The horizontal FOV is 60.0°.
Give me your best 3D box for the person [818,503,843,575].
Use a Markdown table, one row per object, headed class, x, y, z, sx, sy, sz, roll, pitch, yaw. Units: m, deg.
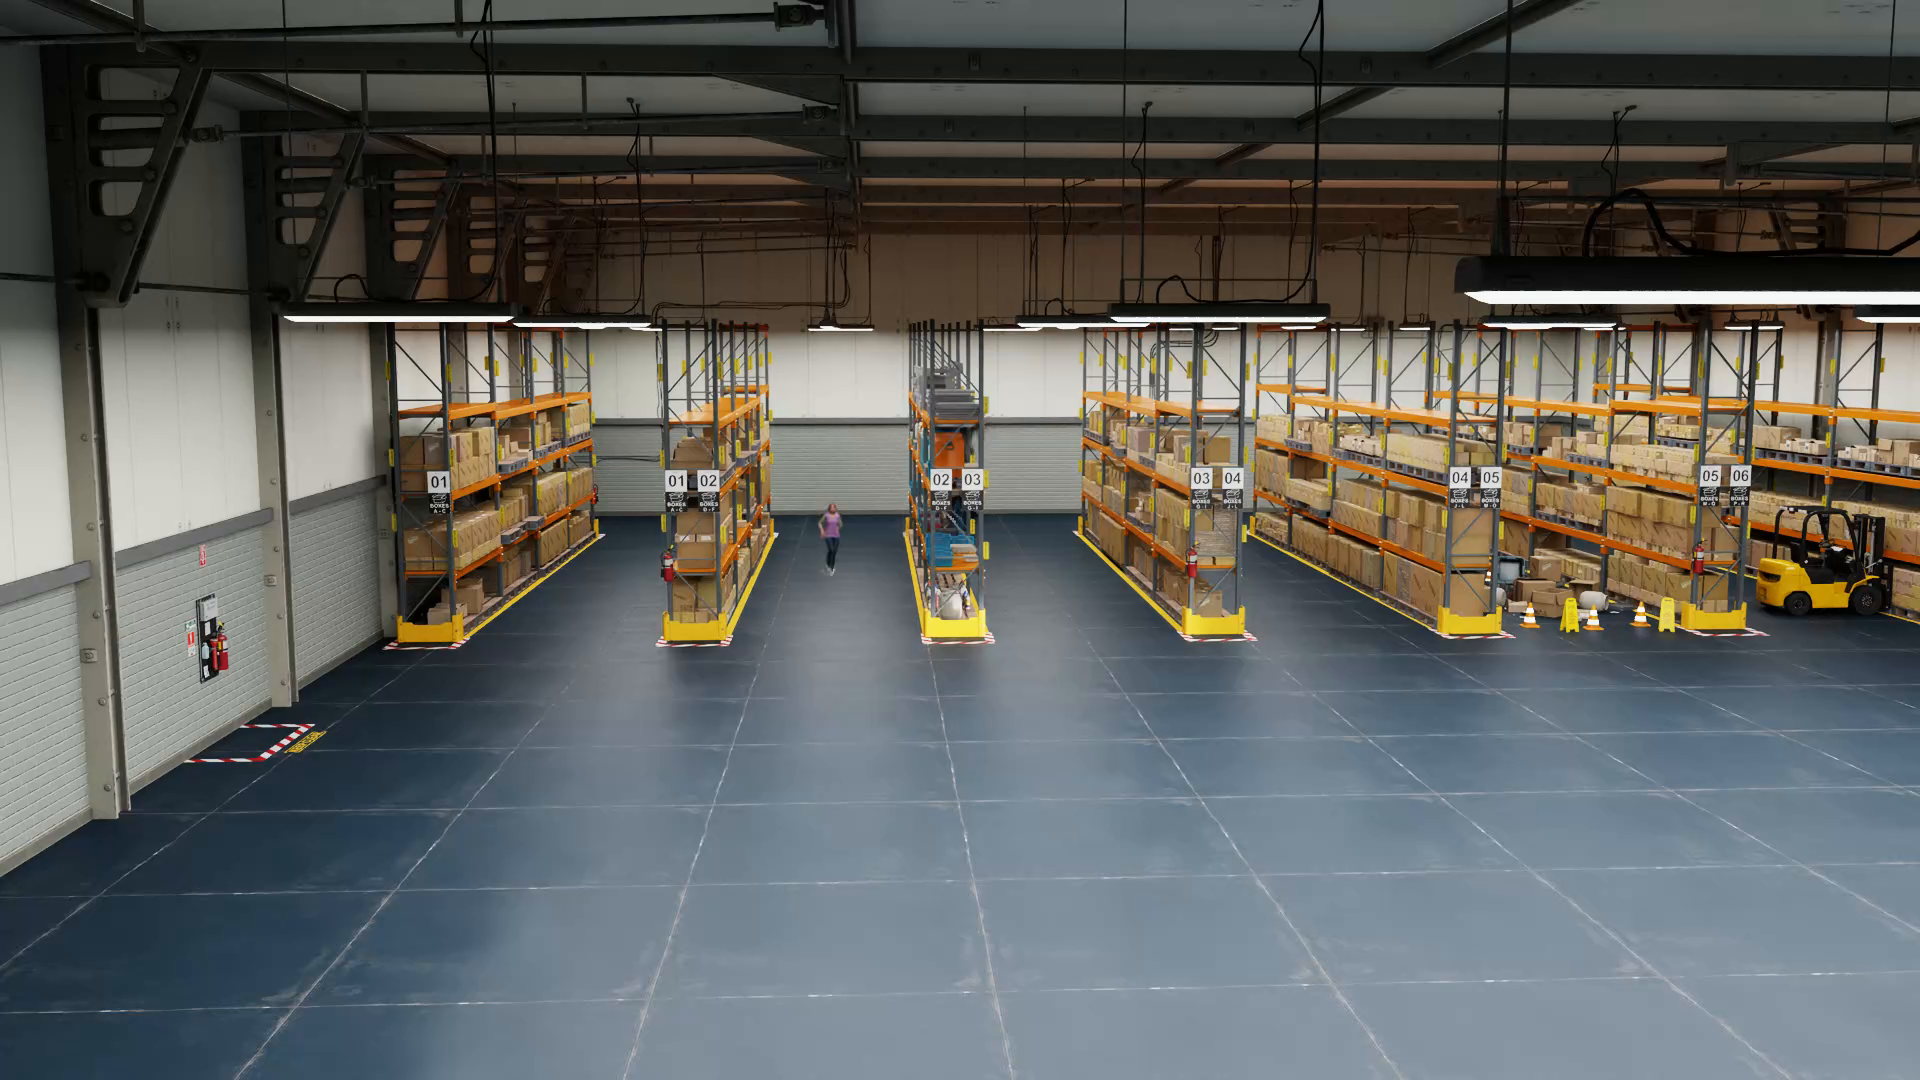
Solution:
| class | x | y | z | sx | sy | sz | roll | pitch | yaw |
| --- | --- | --- | --- | --- | --- | --- | --- | --- | --- |
| person | -2.917 | -0.025 | 37.909 | 0.506 | 1.637 | 0.652 | -3 | 8 | -21 |
